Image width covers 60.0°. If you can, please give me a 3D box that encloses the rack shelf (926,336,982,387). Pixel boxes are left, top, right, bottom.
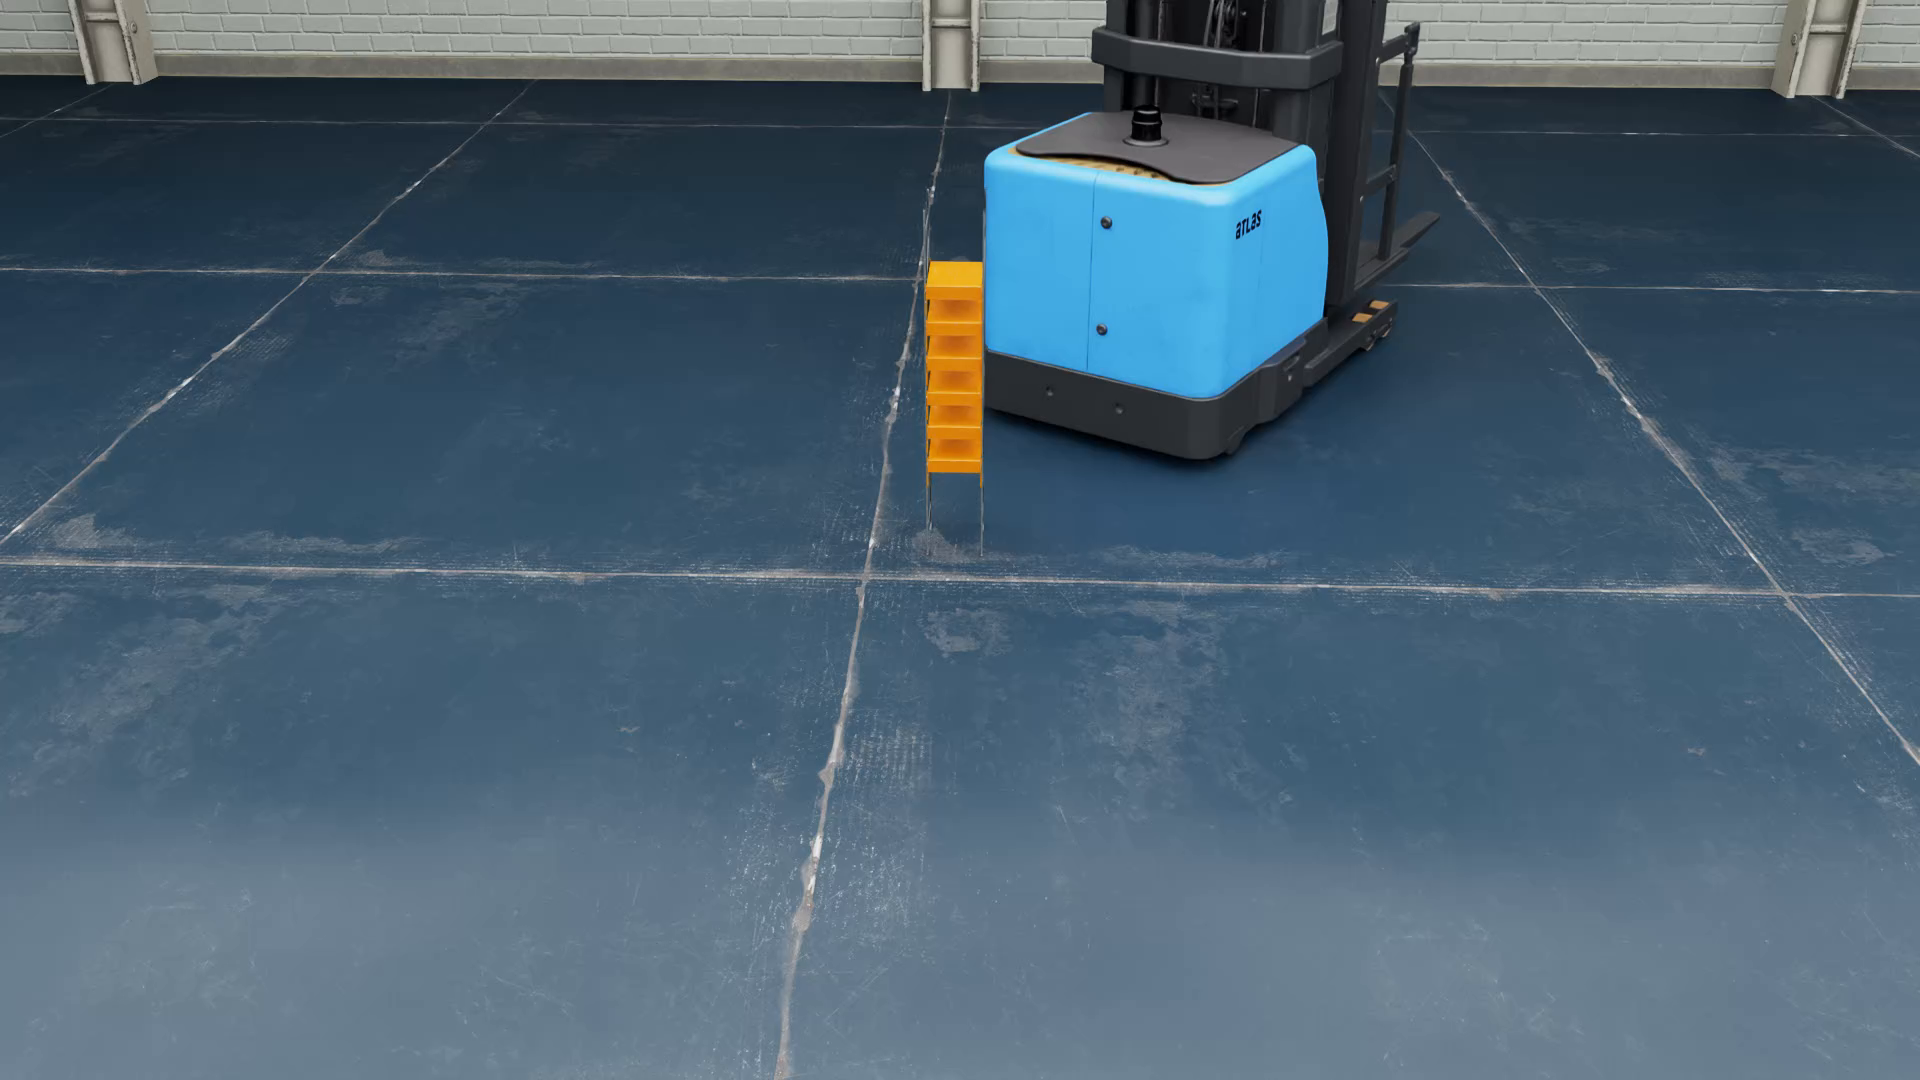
[{"bbox_3d":[-0.014,-0.597,5.434,0.180,0.103,0.258,1,28,2],"label":"rack shelf"}]

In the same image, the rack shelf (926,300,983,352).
[{"bbox_3d":[-0.014,-0.703,5.378,0.180,0.103,0.258,1,28,2],"label":"rack shelf"}]

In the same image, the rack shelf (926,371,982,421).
[{"bbox_3d":[-0.014,-0.491,5.490,0.180,0.103,0.258,1,28,2],"label":"rack shelf"}]

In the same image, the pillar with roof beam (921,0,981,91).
[{"bbox_3d":[-0.212,-5.197,5.946,0.400,9.000,9.100,1,28,2],"label":"pillar with roof beam"}]

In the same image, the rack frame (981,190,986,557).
[{"bbox_3d":[0.077,-0.529,5.467,0.006,1.200,0.240,1,28,2],"label":"rack frame"}]

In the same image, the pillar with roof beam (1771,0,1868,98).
[{"bbox_3d":[5.784,-5.098,5.759,0.400,9.000,9.100,1,28,2],"label":"pillar with roof beam"}]

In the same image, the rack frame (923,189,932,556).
[{"bbox_3d":[-0.106,-0.532,5.472,0.006,1.200,0.240,1,28,2],"label":"rack frame"}]

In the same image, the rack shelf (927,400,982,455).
[{"bbox_3d":[-0.014,-0.385,5.546,0.180,0.103,0.258,1,28,2],"label":"rack shelf"}]

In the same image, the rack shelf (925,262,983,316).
[{"bbox_3d":[-0.014,-0.809,5.322,0.180,0.103,0.258,1,28,2],"label":"rack shelf"}]

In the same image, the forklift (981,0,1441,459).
[{"bbox_3d":[1.306,-2.237,6.840,1.130,2.935,3.031,17,32,29],"label":"forklift"}]

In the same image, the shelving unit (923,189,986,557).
[{"bbox_3d":[-0.014,-0.530,5.469,0.189,1.200,0.258,1,28,2],"label":"shelving unit"}]

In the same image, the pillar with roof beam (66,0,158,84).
[{"bbox_3d":[-6.209,-5.296,6.133,0.400,9.000,9.100,1,28,2],"label":"pillar with roof beam"}]

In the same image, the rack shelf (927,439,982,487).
[{"bbox_3d":[-0.014,-0.279,5.603,0.180,0.103,0.258,1,28,2],"label":"rack shelf"}]
